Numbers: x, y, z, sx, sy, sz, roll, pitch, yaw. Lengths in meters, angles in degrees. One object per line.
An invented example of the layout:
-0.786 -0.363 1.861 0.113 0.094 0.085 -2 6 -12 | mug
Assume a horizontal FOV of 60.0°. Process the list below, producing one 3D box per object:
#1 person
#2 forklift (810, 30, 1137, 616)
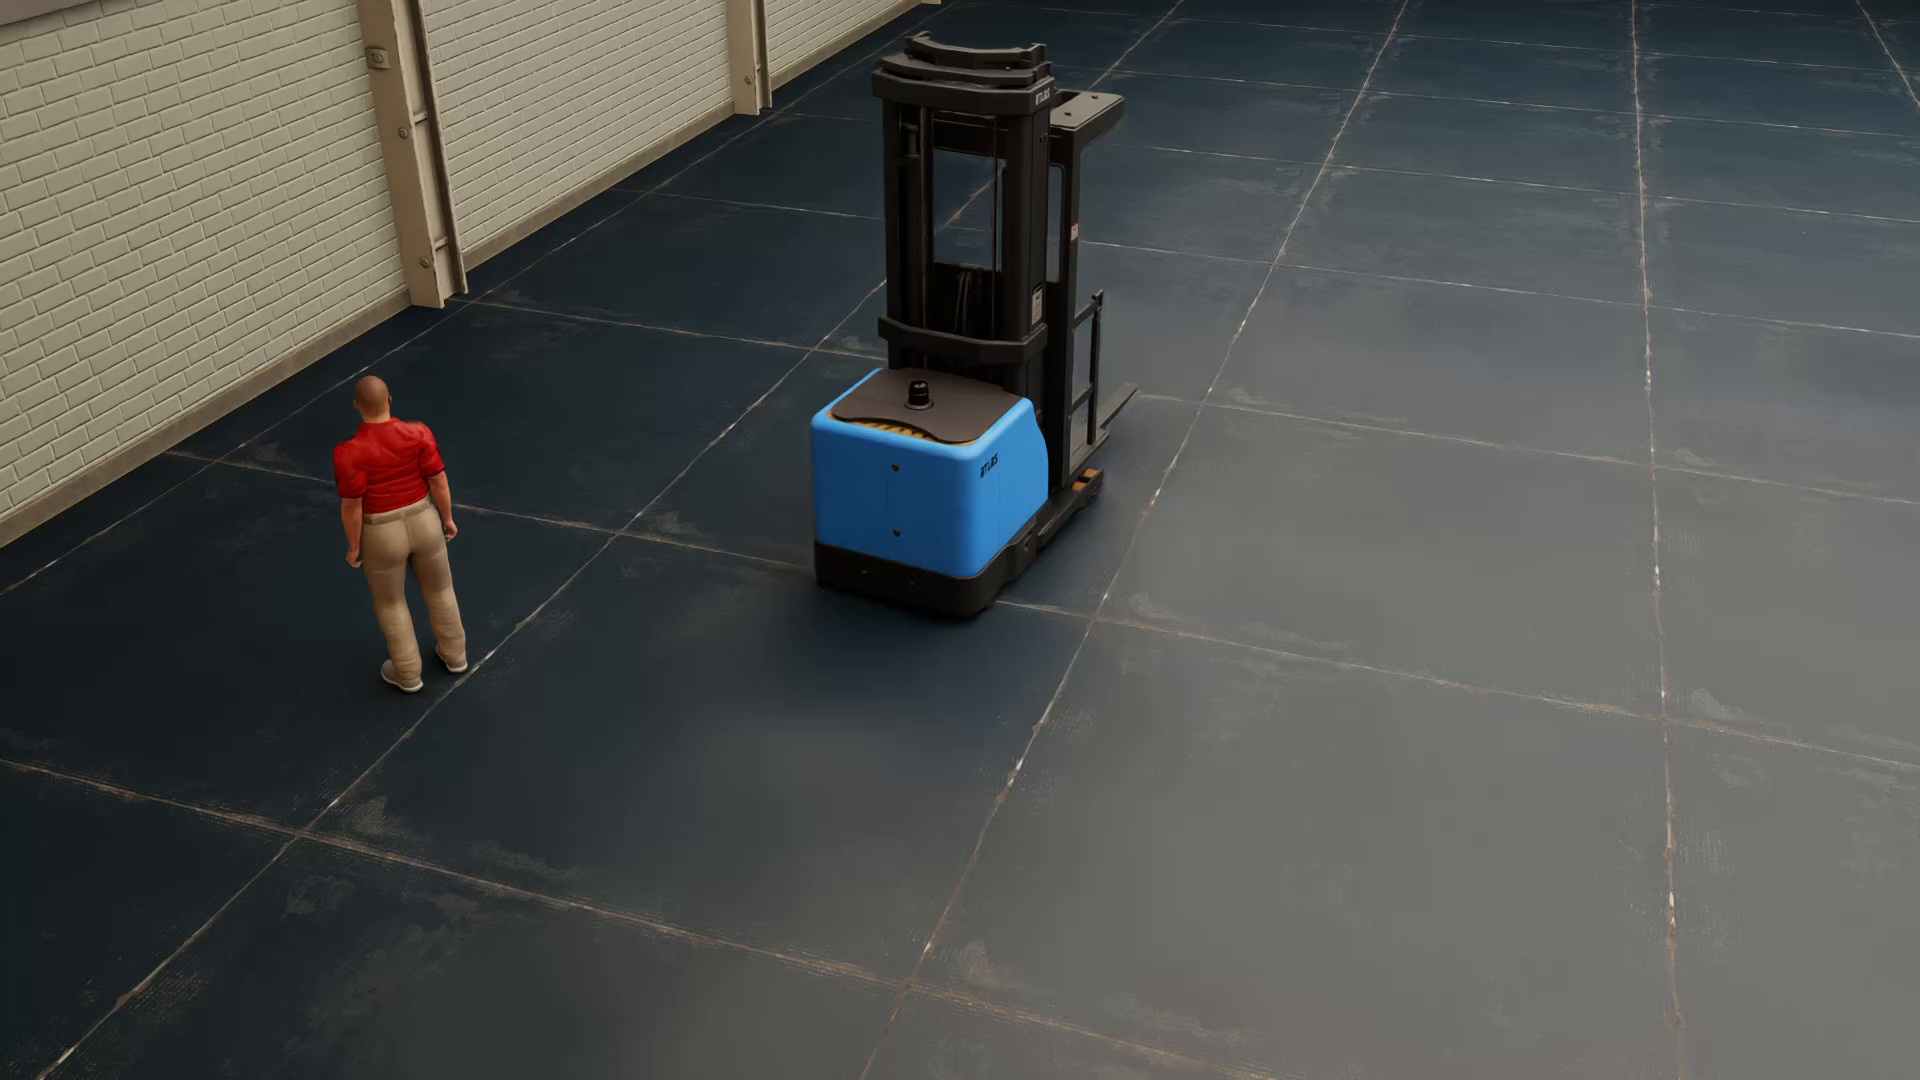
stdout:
-2.851 -0.046 8.434 0.567 1.731 0.381 -20 35 -31 | person
0.263 -1.560 9.873 1.130 2.935 3.031 14 32 23 | forklift
